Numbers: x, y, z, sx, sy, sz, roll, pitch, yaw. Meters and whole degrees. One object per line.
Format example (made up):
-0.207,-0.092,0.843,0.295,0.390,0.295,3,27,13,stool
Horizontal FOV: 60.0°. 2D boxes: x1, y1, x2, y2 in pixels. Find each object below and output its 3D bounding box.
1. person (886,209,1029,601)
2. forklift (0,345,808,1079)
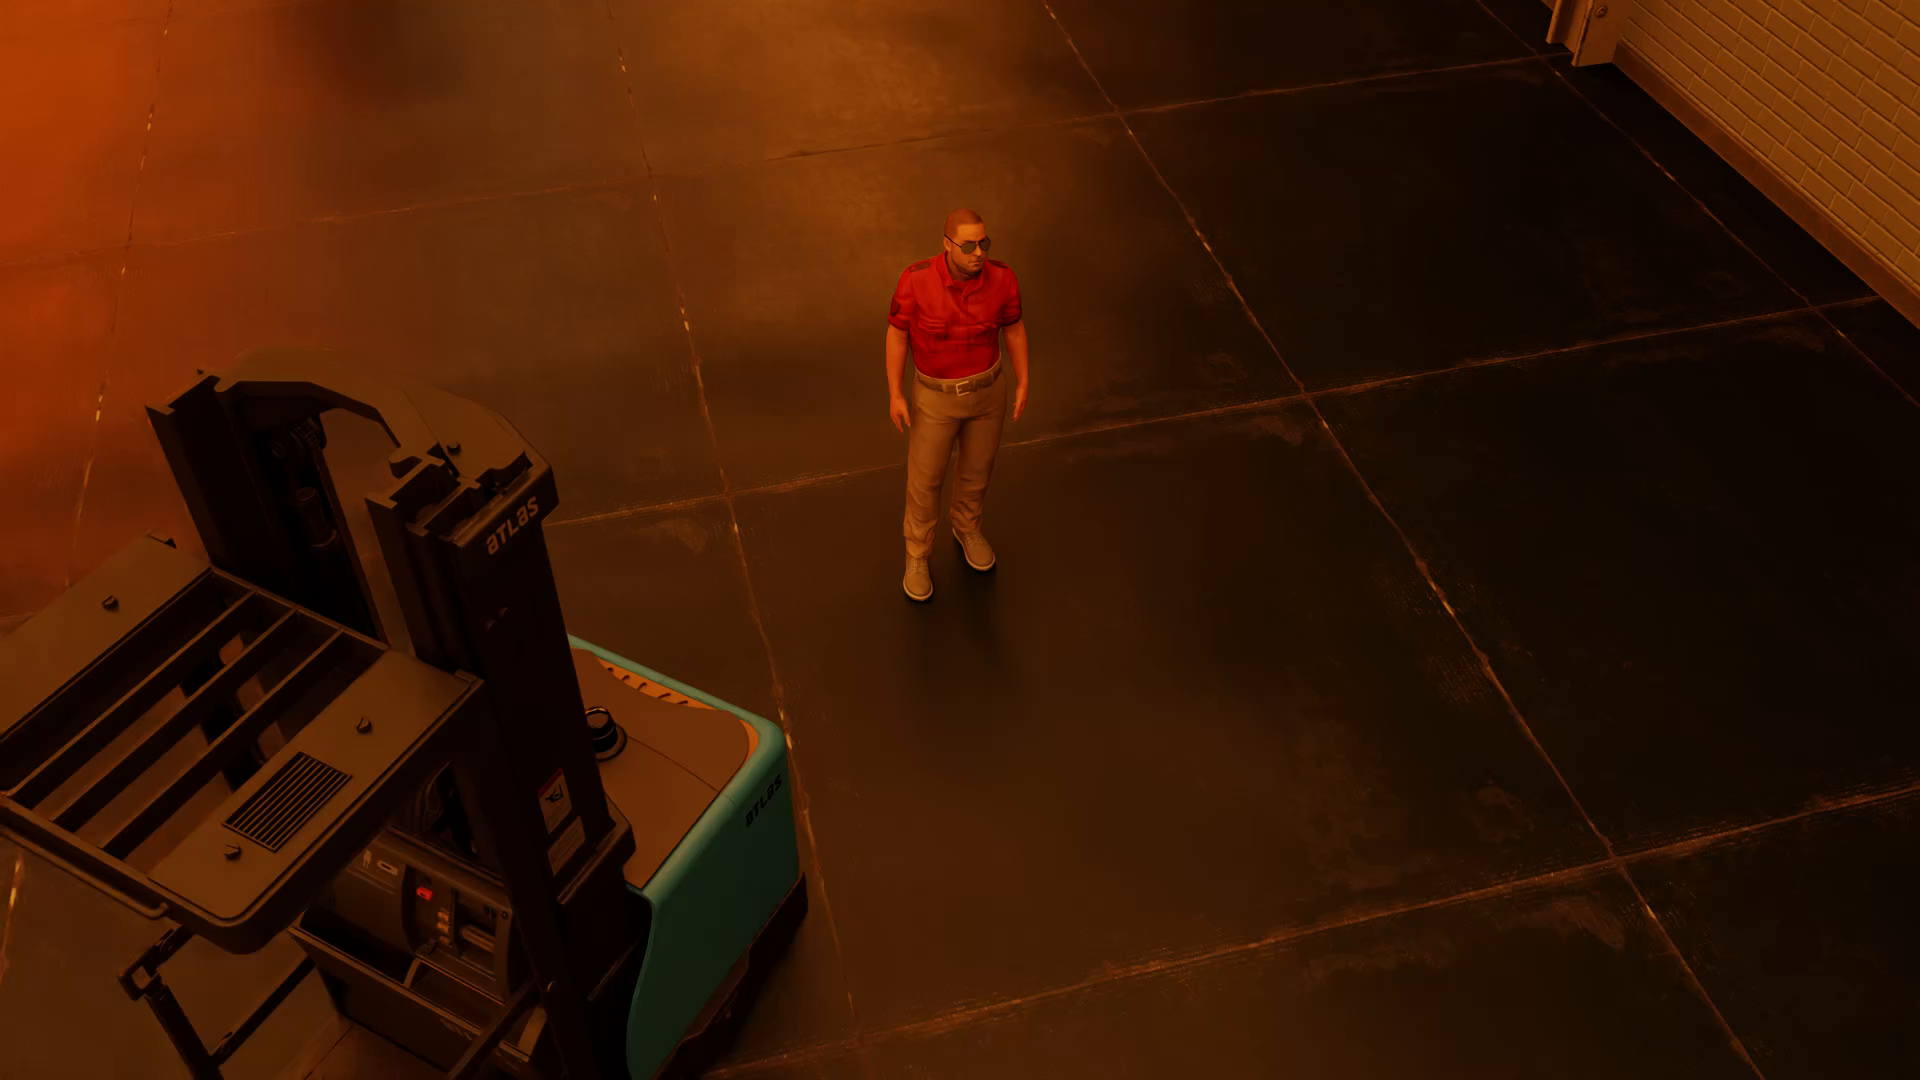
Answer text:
0.011,-0.571,7.116,0.640,1.727,0.551,-10,44,-11,person
-1.712,1.076,4.507,1.130,2.935,3.031,20,47,20,forklift
